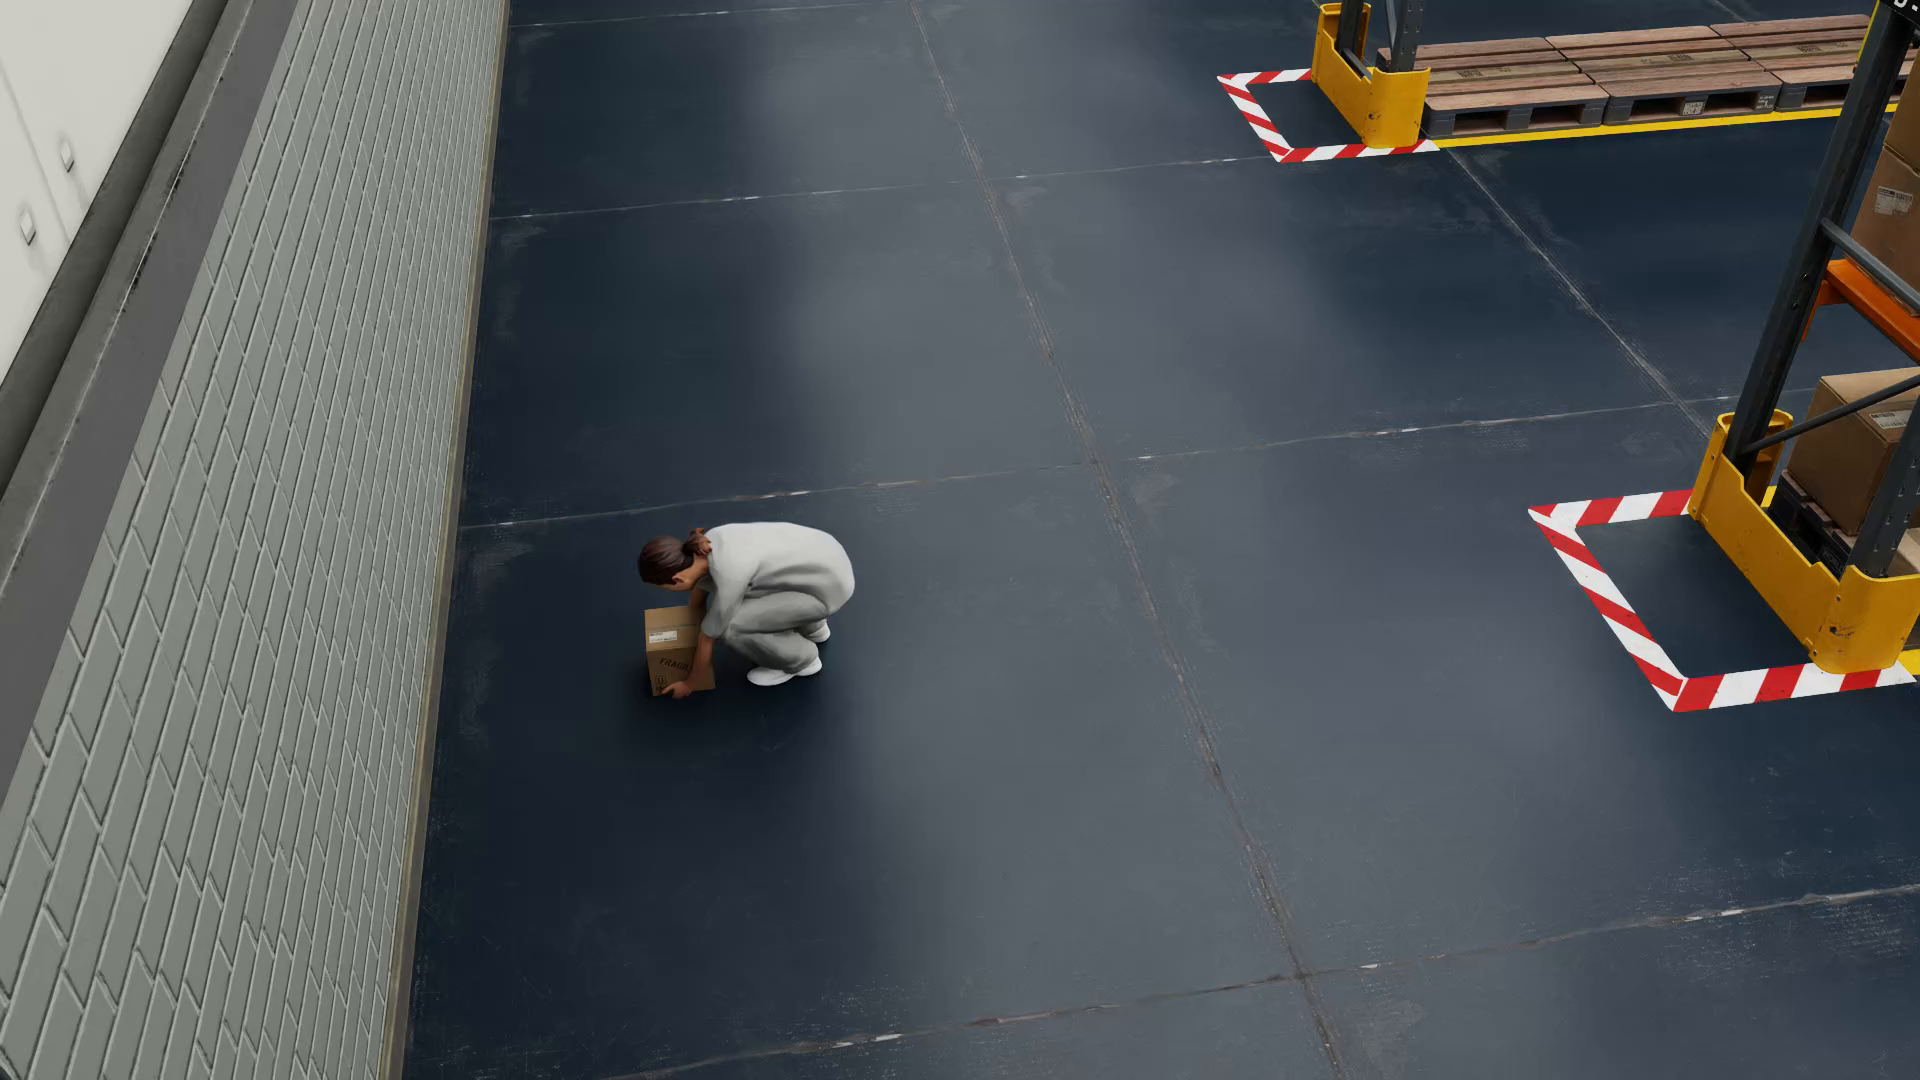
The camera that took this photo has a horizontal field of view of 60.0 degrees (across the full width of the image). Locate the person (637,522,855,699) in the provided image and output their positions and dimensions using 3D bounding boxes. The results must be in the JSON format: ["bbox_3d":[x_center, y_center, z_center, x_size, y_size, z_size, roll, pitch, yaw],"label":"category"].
[{"bbox_3d":[-0.837,0.241,6.649,0.836,0.816,0.459,-7,39,-8],"label":"person"}]
